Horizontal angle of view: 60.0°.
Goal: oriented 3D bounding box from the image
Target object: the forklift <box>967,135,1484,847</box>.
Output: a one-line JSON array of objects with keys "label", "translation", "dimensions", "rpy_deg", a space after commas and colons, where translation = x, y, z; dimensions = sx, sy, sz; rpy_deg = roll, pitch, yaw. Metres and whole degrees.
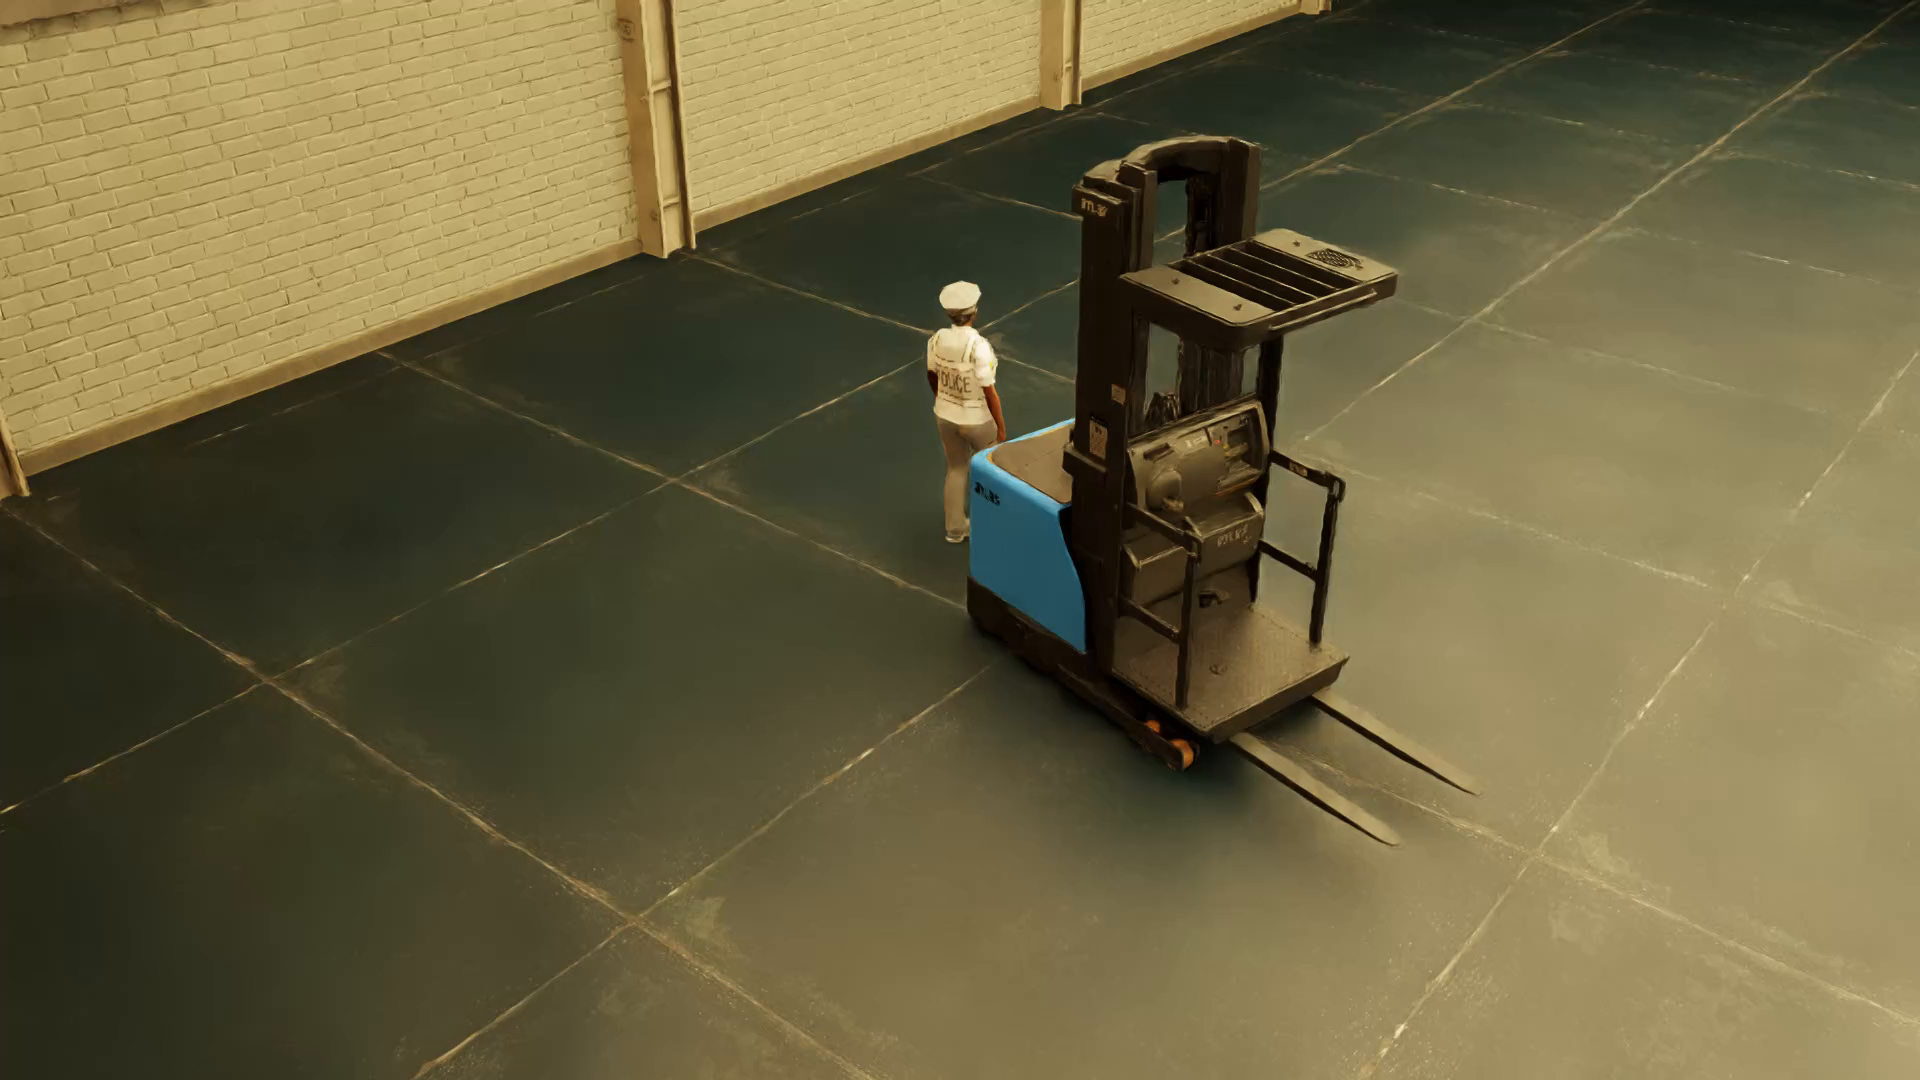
[{"label": "forklift", "translation": [1.337, -0.373, 8.233], "dimensions": [1.130, 2.935, 3.031], "rpy_deg": [-21, 36, -32]}]

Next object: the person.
[{"label": "person", "translation": [0.080, -0.790, 10.205], "dimensions": [0.591, 1.665, 0.519], "rpy_deg": [19, 35, 29]}]
